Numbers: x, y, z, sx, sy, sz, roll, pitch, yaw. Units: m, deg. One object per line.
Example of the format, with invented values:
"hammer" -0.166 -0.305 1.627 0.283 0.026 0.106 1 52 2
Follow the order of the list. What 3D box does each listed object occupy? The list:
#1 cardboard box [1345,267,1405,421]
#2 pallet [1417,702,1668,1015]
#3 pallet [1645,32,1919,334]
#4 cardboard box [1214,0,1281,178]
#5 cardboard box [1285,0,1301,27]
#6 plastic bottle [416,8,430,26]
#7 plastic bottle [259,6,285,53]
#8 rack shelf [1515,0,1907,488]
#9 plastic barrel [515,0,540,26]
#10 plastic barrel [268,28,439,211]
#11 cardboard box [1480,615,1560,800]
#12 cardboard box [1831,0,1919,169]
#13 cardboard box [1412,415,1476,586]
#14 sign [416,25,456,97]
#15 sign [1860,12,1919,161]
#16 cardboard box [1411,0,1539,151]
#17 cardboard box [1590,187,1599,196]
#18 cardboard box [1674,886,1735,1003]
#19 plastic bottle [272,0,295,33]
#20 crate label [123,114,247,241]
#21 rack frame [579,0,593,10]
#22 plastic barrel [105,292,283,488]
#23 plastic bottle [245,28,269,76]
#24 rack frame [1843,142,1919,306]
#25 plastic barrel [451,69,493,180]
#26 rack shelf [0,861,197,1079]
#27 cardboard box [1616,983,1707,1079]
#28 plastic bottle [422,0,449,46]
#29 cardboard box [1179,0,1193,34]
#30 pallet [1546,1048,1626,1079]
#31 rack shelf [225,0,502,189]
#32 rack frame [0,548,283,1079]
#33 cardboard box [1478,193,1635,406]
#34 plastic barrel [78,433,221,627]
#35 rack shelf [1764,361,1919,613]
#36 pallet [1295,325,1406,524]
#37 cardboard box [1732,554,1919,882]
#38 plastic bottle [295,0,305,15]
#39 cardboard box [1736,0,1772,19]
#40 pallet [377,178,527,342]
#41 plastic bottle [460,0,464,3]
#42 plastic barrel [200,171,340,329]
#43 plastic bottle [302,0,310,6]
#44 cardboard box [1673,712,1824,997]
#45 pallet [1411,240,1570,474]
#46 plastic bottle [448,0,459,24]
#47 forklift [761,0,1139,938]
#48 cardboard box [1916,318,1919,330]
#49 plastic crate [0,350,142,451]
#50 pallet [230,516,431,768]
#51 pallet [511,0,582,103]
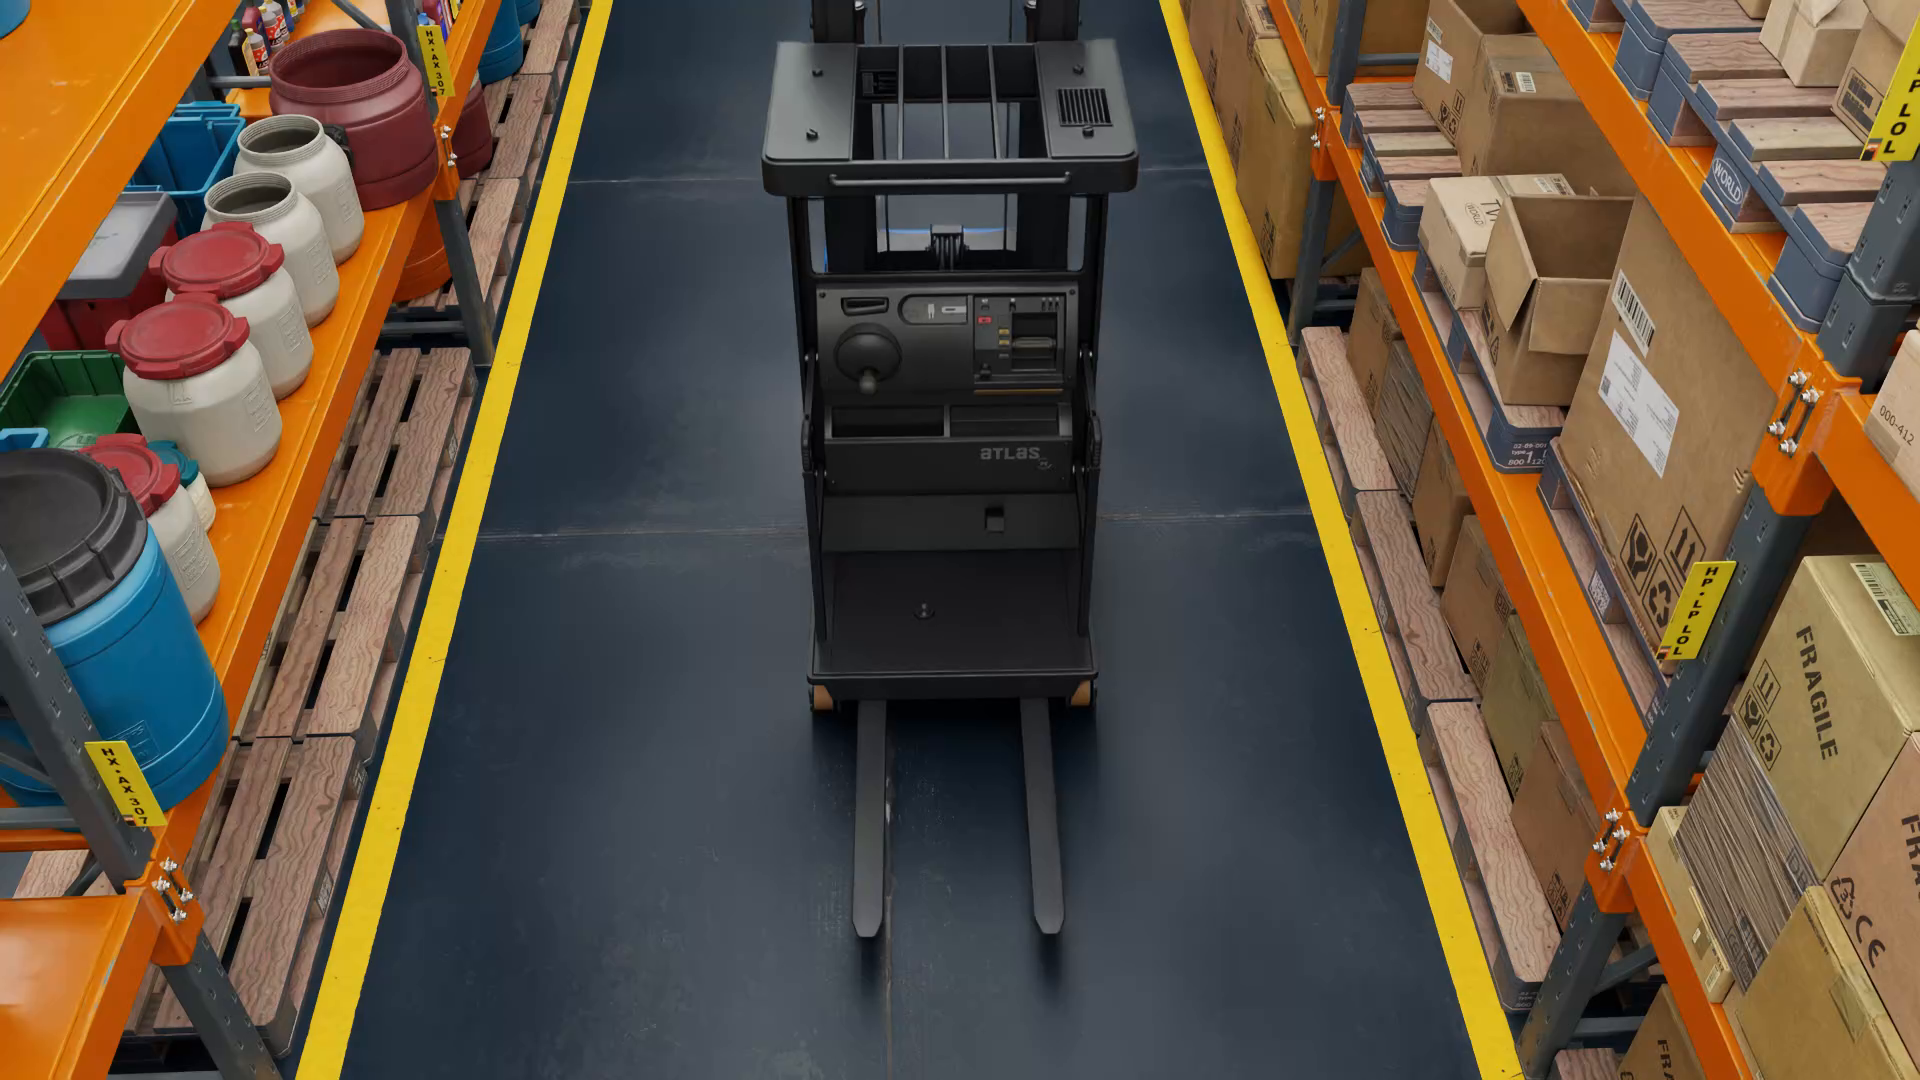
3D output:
"cardboard box" 2.194 -0.909 7.546 0.700 0.500 0.500 -4 43 -4
"pallet" 2.281 1.083 5.912 1.003 0.211 1.213 -2 43 -2
"pallet" 2.396 -0.876 3.905 1.213 0.211 1.003 -2 43 -2
"cardboard box" 2.107 -2.560 9.085 1.225 0.875 0.875 -2 43 -2
"cardboard box" 1.862 -2.820 8.032 0.500 0.500 0.500 -2 43 -2
"plastic bottle" -2.476 -2.311 7.646 0.097 0.271 0.097 0 43 0
"plastic bottle" -3.243 -2.400 7.795 0.097 0.201 0.097 0 43 0
"rack shelf" 2.231 -1.610 5.099 1.077 0.370 4.000 -2 43 -2
"plastic barrel" -2.966 -3.692 10.300 0.600 0.901 0.708 -2 43 -2
"plastic barrel" -2.480 -1.723 6.810 0.600 0.536 0.708 -2 43 -2
"cardboard box" 2.310 0.602 5.898 0.700 0.500 0.500 -2 43 -2
"cardboard box" 2.395 -1.038 3.556 0.797 0.503 0.637 -4 43 -4
"cardboard box" 2.262 -0.152 6.720 0.700 0.500 0.500 2 43 2
"sign" -2.253 -2.058 7.155 0.100 0.325 0.005 -2 43 -2
"sign" 1.761 -0.843 3.055 0.100 0.325 0.005 -2 43 -2
"cardboard box" 2.209 -1.948 6.771 0.500 0.500 0.500 -6 43 -7
"cardboard box" 2.486 -1.107 6.027 0.396 0.266 0.258 -3 43 -3
"cardboard box" 2.022 0.996 4.129 0.380 0.149 0.250 -2 43 -2
"plastic bottle" -3.251 -2.557 7.915 0.097 0.271 0.097 0 43 0
"crate label" -3.031 -1.312 6.436 0.502 0.435 0.616 -2 43 -2
"rack frame" -2.973 -4.678 10.134 1.000 3.000 0.127 -2 43 -2
"plastic barrel" -2.486 -0.475 5.448 0.433 0.535 0.433 0 43 0
"plastic bottle" -3.233 -2.244 7.625 0.097 0.201 0.097 0 43 0
"rack frame" 2.316 -1.631 2.370 1.000 3.000 0.127 -2 43 -2
"plastic barrel" -2.888 -2.336 9.052 0.600 0.588 0.708 -2 43 -2
"rack shelf" -2.548 2.338 3.012 1.077 0.370 4.000 -2 43 -2
"cardboard box" 2.293 1.618 4.804 0.500 0.500 0.500 -3 43 -3
"plastic bottle" -2.466 -2.459 7.800 0.061 0.283 0.133 -2 43 -2
"cardboard box" 2.023 -3.760 10.394 1.225 0.875 0.875 -2 43 -2
"pallet" 2.380 2.061 4.845 1.003 0.211 1.213 -2 43 -2
"rack shelf" -2.888 -3.063 8.904 1.077 0.370 4.000 -2 43 -2
"rack frame" -2.630 0.723 4.242 0.949 2.616 0.053 -2 43 -2
"cardboard box" 2.150 -0.780 5.494 0.797 0.503 0.637 2 43 3
"plastic barrel" -2.454 0.020 4.907 0.433 0.535 0.433 0 43 0
"rack shelf" 2.401 1.090 2.153 1.077 0.370 4.000 -2 43 -2
"pallet" 2.178 -0.564 7.709 1.003 0.211 1.213 -2 43 -2
"cardboard box" 2.081 0.376 3.585 0.500 0.500 0.500 -2 43 -2
"plastic bottle" -3.259 -2.688 8.058 0.097 0.271 0.097 0 43 0
"cardboard box" 2.354 -1.674 4.250 0.797 0.503 0.637 0 43 0
"pallet" -2.878 -1.481 8.709 1.003 0.211 1.213 -2 43 -2
"plastic bottle" -2.488 -2.796 8.167 0.061 0.283 0.133 -2 43 -2
"plastic barrel" -2.528 -1.046 6.089 0.421 0.512 0.421 0 43 0
"plastic bottle" -3.263 -2.728 8.153 0.097 0.201 0.097 0 43 0
"cardboard box" 2.273 0.740 3.929 0.875 0.500 0.500 -2 43 -2
"pallet" 2.271 -0.714 5.951 1.003 0.211 1.213 -2 43 -2
"plastic bottle" -2.478 -2.640 7.997 0.061 0.283 0.133 -2 43 -2
"forklift" -0.036 -0.634 5.772 1.130 2.935 3.031 -1 43 -1
"cardboard box" 2.022 -0.389 3.050 0.380 0.149 0.250 -3 43 -3
"plastic crate" -2.989 -0.367 5.587 0.450 0.188 0.662 -2 43 -2
"pallet" -2.760 0.396 6.662 1.003 0.211 1.213 -2 43 -2
"pallet" -2.981 -3.128 10.506 1.003 0.211 1.213 -2 43 -2
